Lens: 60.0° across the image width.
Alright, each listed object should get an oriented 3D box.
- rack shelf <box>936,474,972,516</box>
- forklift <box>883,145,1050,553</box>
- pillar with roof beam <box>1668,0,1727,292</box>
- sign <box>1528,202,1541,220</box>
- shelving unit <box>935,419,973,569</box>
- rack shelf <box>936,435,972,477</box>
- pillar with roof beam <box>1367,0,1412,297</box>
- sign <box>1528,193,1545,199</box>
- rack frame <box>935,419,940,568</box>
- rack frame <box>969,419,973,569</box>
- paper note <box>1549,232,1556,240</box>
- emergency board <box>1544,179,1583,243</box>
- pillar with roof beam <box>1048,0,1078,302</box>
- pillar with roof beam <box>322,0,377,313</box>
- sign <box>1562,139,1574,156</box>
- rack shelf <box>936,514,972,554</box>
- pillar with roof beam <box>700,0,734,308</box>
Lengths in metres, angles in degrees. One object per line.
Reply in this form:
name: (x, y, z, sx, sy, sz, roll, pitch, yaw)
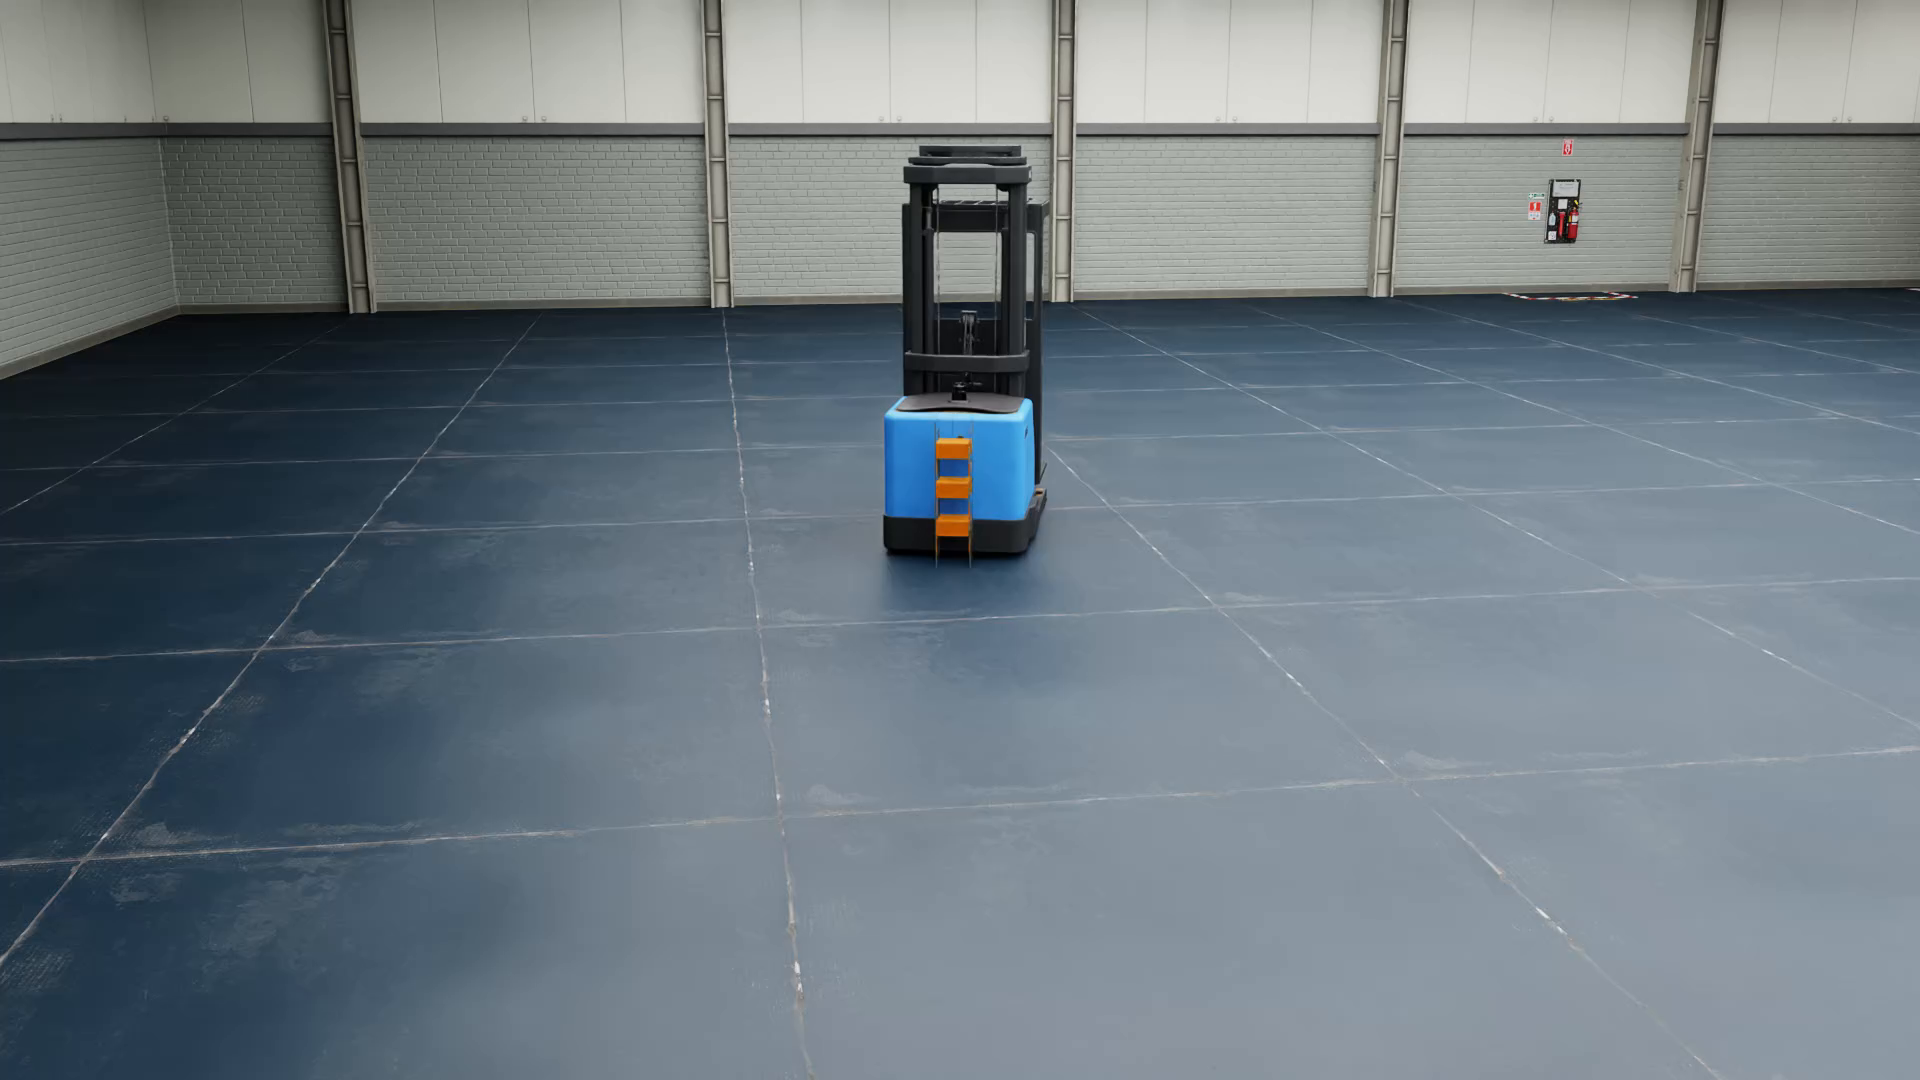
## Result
rack shelf: (-0.041, -0.319, 11.881, 0.240, 0.259, 0.215, 1, 14, 6)
forklift: (0.127, -1.638, 13.227, 1.130, 2.935, 3.031, 2, 14, 7)
pillar with roof beam: (14.313, -8.042, 26.288, 0.400, 9.000, 9.100, -2, 14, -8)
sign: (10.660, -6.109, 30.841, 0.234, 0.329, 0.001, -2, 14, -8)
shelving unit: (-0.041, -0.330, 11.878, 0.252, 1.050, 0.215, 1, 14, 6)
rack shelf: (-0.041, -0.595, 11.812, 0.240, 0.259, 0.215, 1, 14, 6)
pillar with roof beam: (8.380, -7.824, 25.421, 0.400, 9.000, 9.100, -2, 14, -8)
sign: (10.666, -6.364, 30.769, 0.331, 0.109, 0.001, -2, 14, -8)
rack frame: (-0.162, -0.333, 11.890, 0.008, 1.050, 0.200, 1, 14, 6)
rack frame: (0.080, -0.327, 11.865, 0.008, 1.050, 0.200, 1, 14, 6)
paper note: (11.037, -5.670, 30.974, 0.142, 0.148, 0.016, -2, 14, -8)
emergency board: (11.222, -6.087, 30.826, 0.643, 1.169, 0.194, -2, 14, -8)
pillar with roof beam: (2.447, -7.607, 24.554, 0.400, 9.000, 9.100, -2, 14, -8)
pillar with roof beam: (-9.419, -7.172, 22.820, 0.400, 9.000, 9.100, -2, 14, -8)
sign: (11.199, -7.235, 30.639, 0.199, 0.298, 0.001, -2, 14, -8)
rack shelf: (-0.041, -0.050, 11.948, 0.240, 0.259, 0.215, 1, 14, 6)
pillar with roof beam: (-3.486, -7.389, 23.687, 0.400, 9.000, 9.100, -2, 14, -8)
